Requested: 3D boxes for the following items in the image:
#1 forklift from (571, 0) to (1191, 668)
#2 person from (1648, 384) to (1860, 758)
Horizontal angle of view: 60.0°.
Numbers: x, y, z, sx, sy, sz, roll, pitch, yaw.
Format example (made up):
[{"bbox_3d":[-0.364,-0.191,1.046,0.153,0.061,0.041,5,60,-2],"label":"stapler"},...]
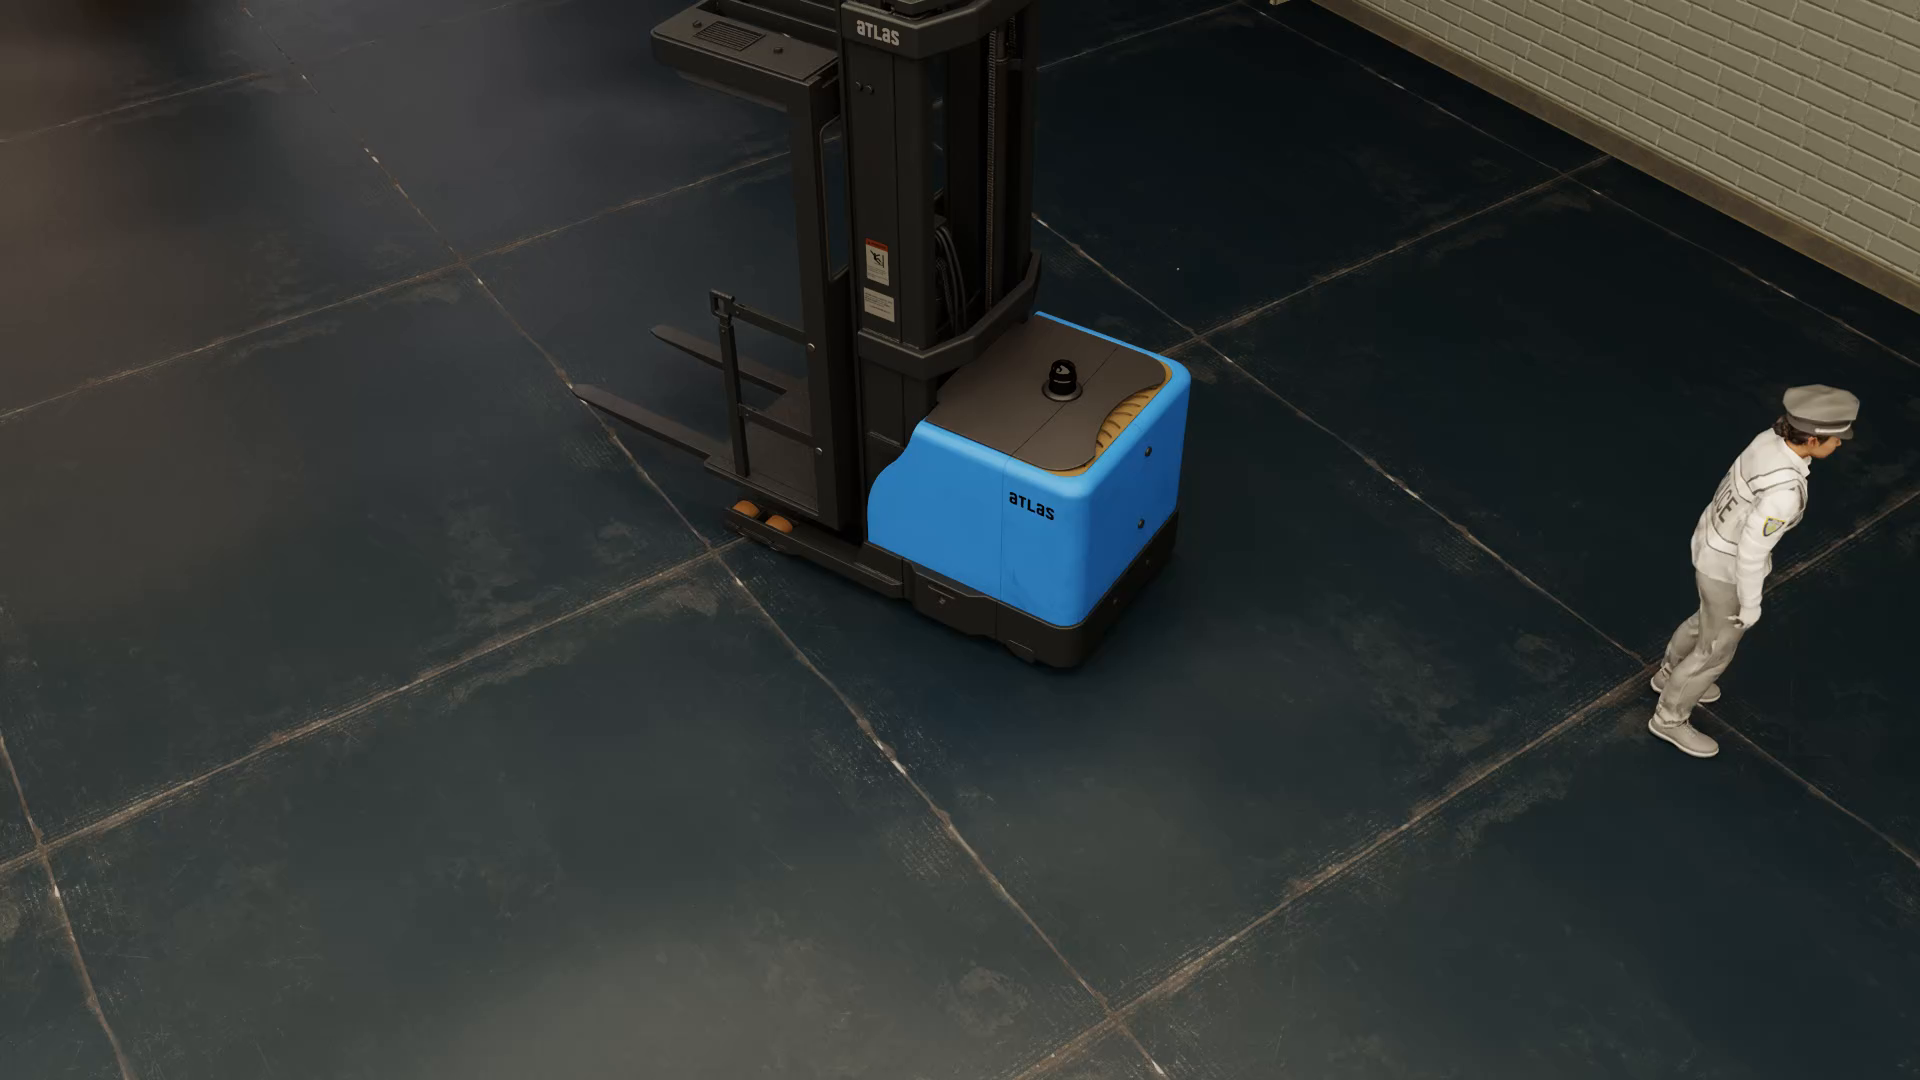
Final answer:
[{"bbox_3d":[-0.511,-1.302,7.129,3.031,2.935,1.130,24,48,24],"label":"forklift"},{"bbox_3d":[3.063,0.100,6.542,0.371,1.666,0.544,13,44,13],"label":"person"}]
